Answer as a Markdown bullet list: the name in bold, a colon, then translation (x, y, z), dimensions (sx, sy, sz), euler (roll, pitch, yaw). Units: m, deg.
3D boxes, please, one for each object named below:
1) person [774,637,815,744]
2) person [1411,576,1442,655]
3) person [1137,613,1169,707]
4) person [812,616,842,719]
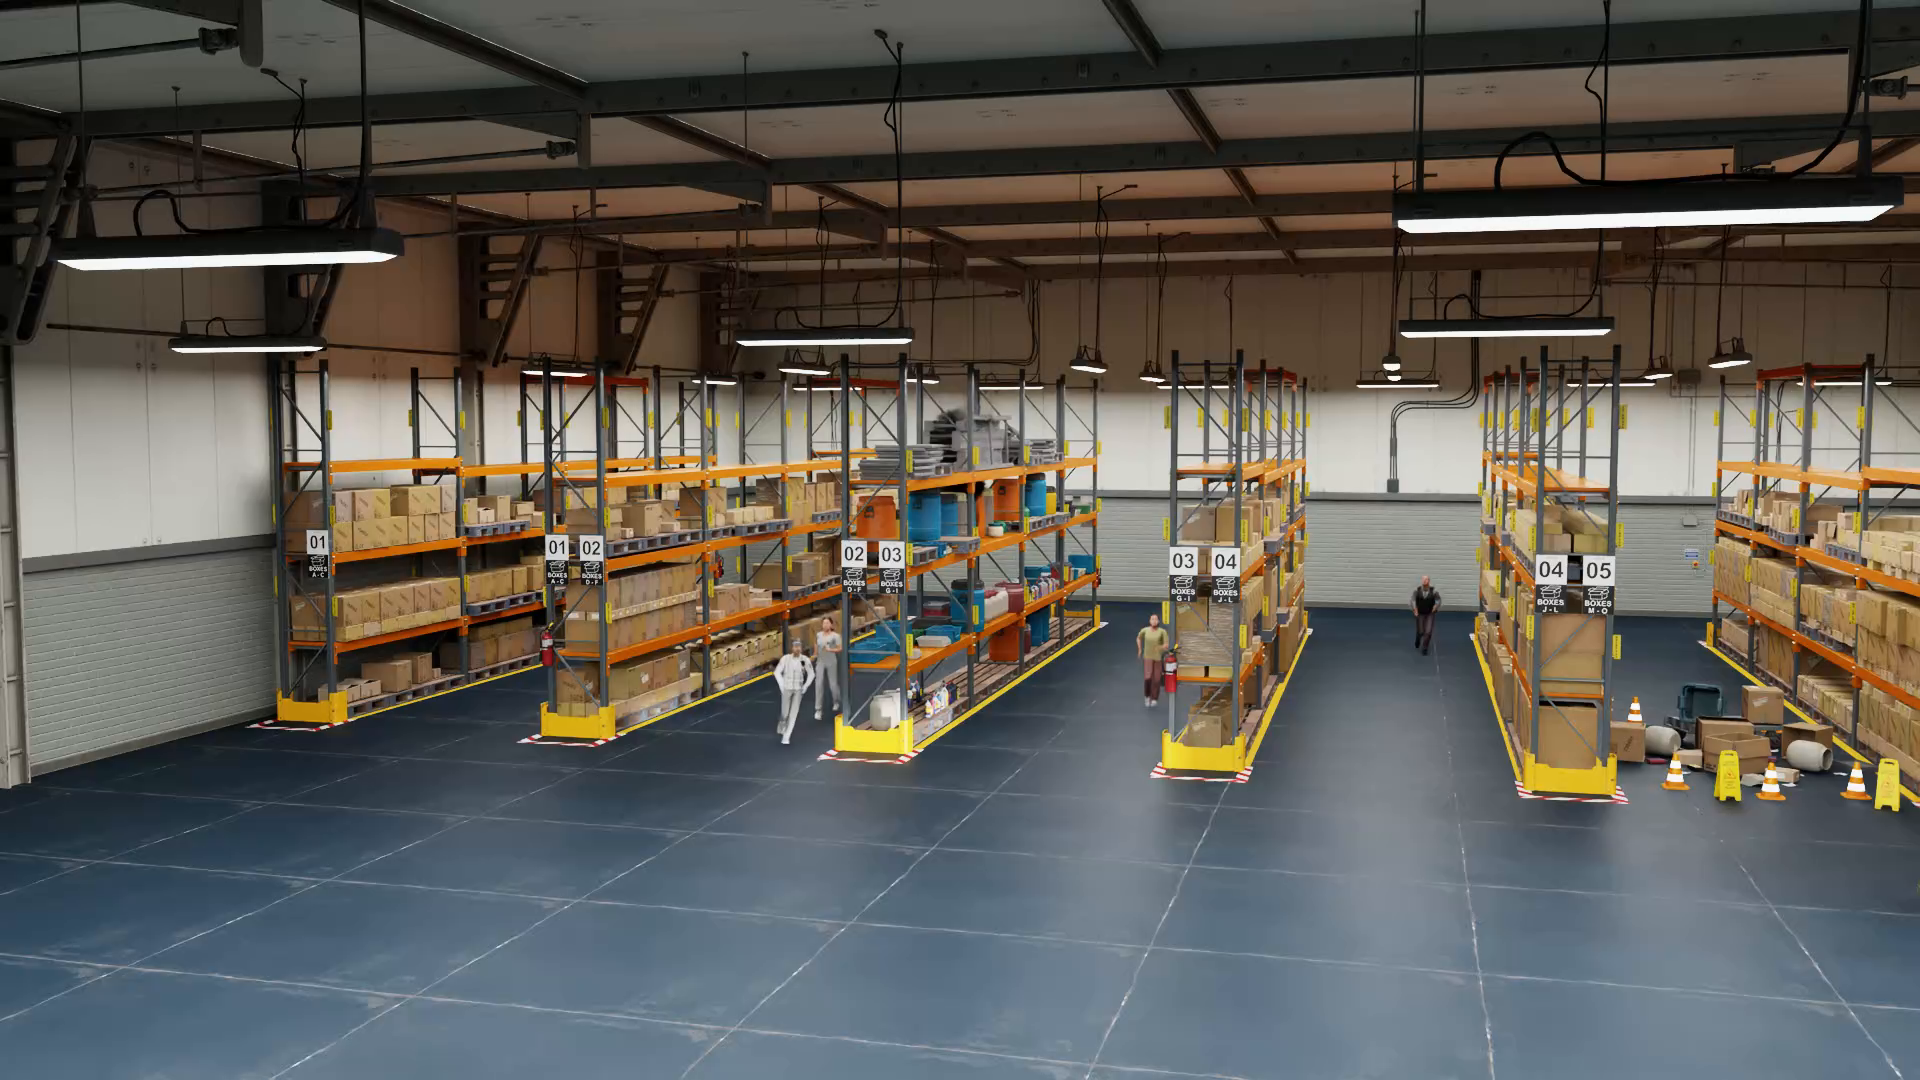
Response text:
- **person**: translation (-2.568, 2.317, 25.878), dimensions (0.632, 1.641, 0.574), euler (-1, 4, -9)
- **person**: translation (9.995, 1.606, 35.653), dimensions (0.658, 1.698, 0.633), euler (1, 4, 17)
- **person**: translation (3.358, 2.084, 28.931), dimensions (0.554, 1.642, 0.645), euler (0, 4, 4)
- **person**: translation (-2.247, 2.123, 28.075), dimensions (0.557, 1.674, 0.947), euler (1, 4, 12)
